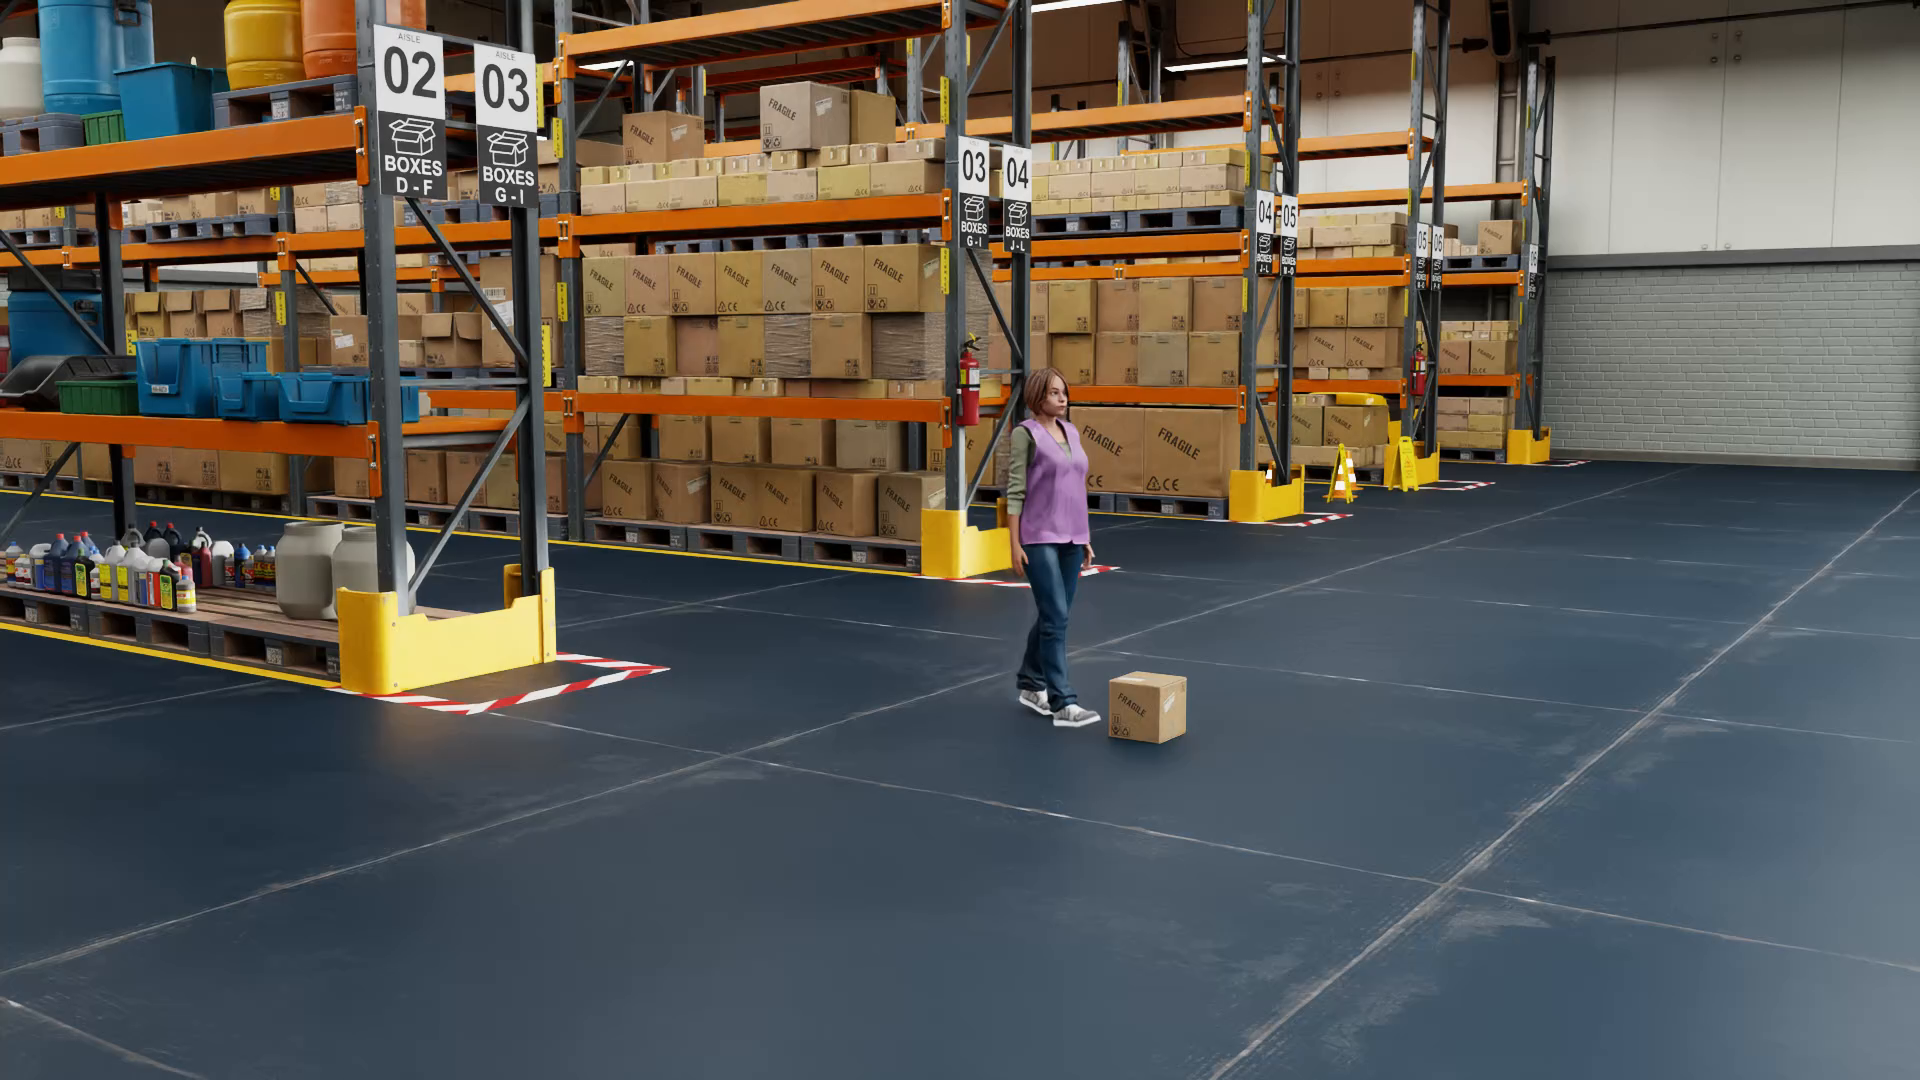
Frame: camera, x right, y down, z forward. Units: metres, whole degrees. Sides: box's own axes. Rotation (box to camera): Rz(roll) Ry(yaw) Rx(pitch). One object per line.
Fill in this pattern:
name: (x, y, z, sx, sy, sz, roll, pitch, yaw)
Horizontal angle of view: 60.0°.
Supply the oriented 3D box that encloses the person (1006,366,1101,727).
person: (0.448, 0.027, 7.412, 0.427, 1.594, 0.660, -6, 9, -41)
